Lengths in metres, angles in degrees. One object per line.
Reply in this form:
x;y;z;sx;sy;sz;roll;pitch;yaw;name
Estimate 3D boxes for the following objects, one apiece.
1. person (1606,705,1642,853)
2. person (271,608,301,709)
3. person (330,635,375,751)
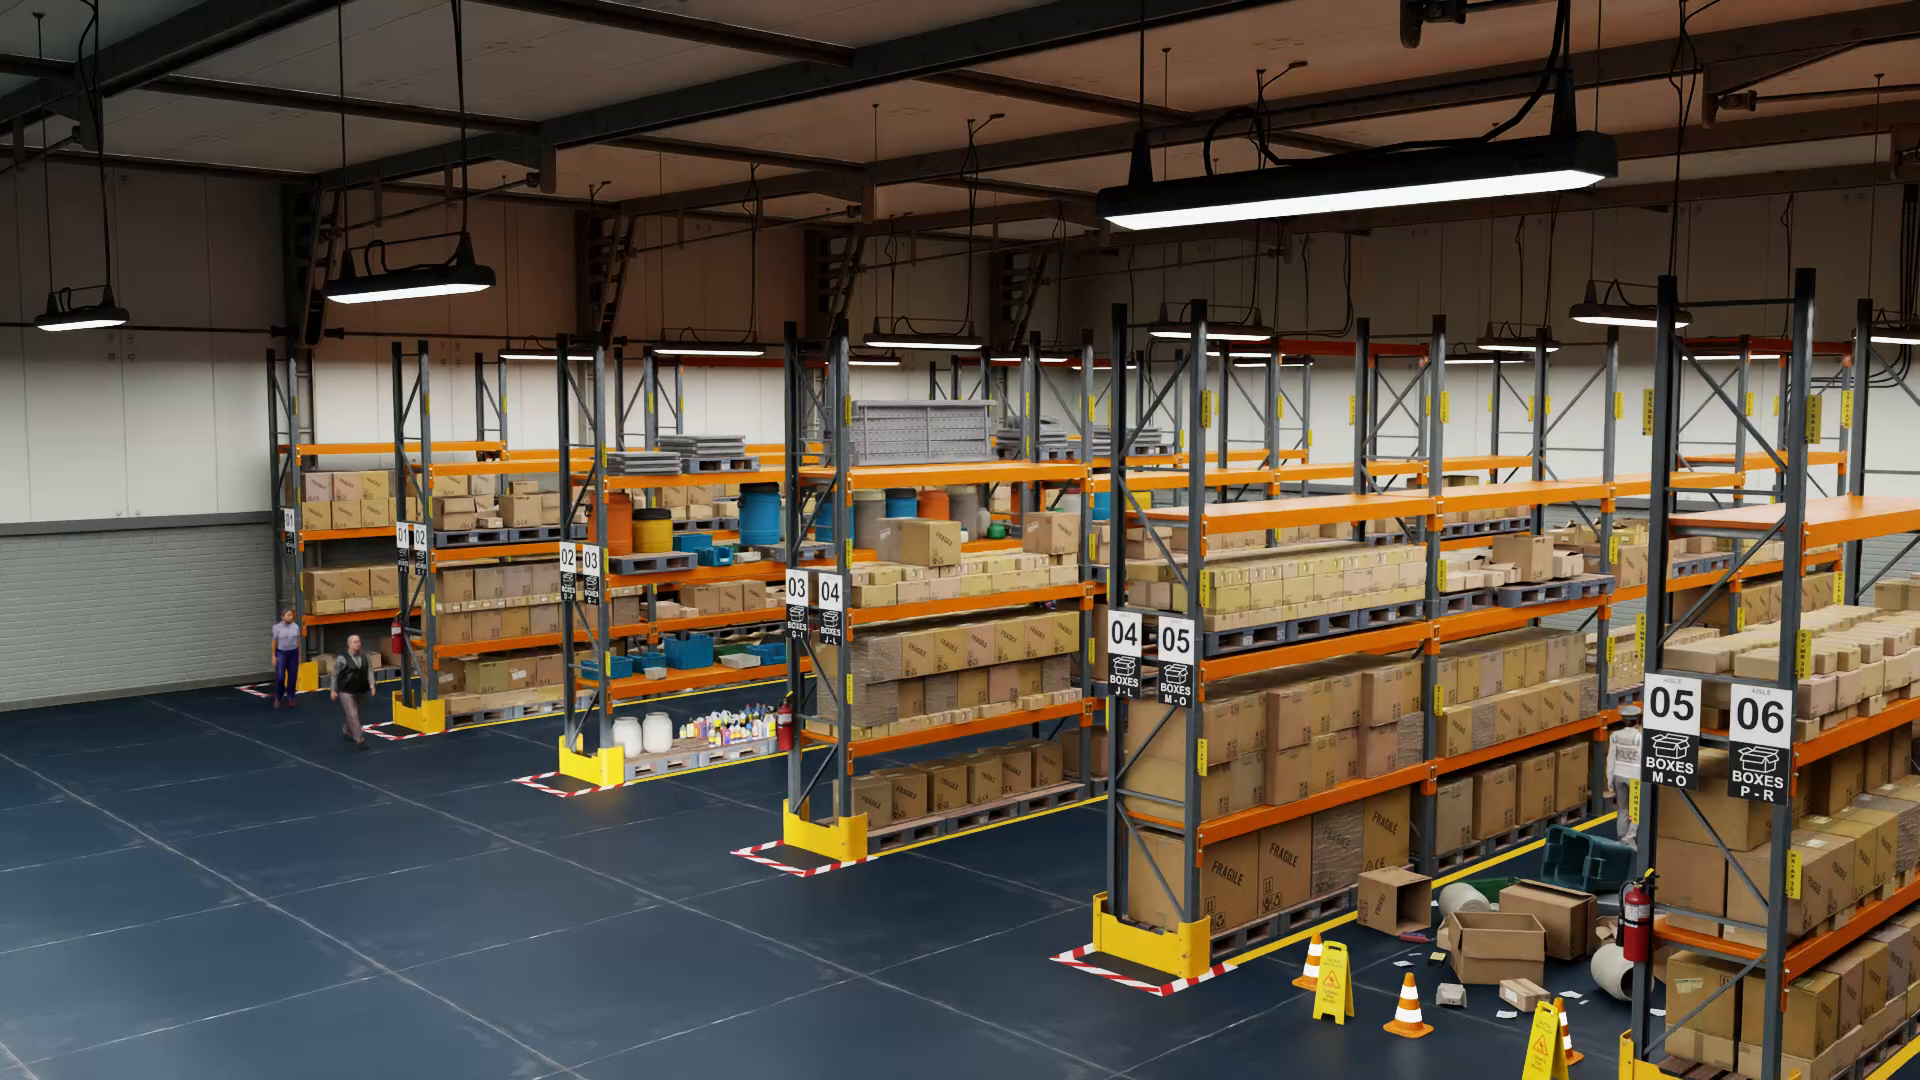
7.509;2.715;18.709;0.479;1.675;0.521;-5;7;-43;person
-11.146;1.968;27.545;0.505;1.656;0.415;-5;7;-42;person
-8.871;2.217;24.323;0.596;1.655;1.111;-4;6;-40;person
